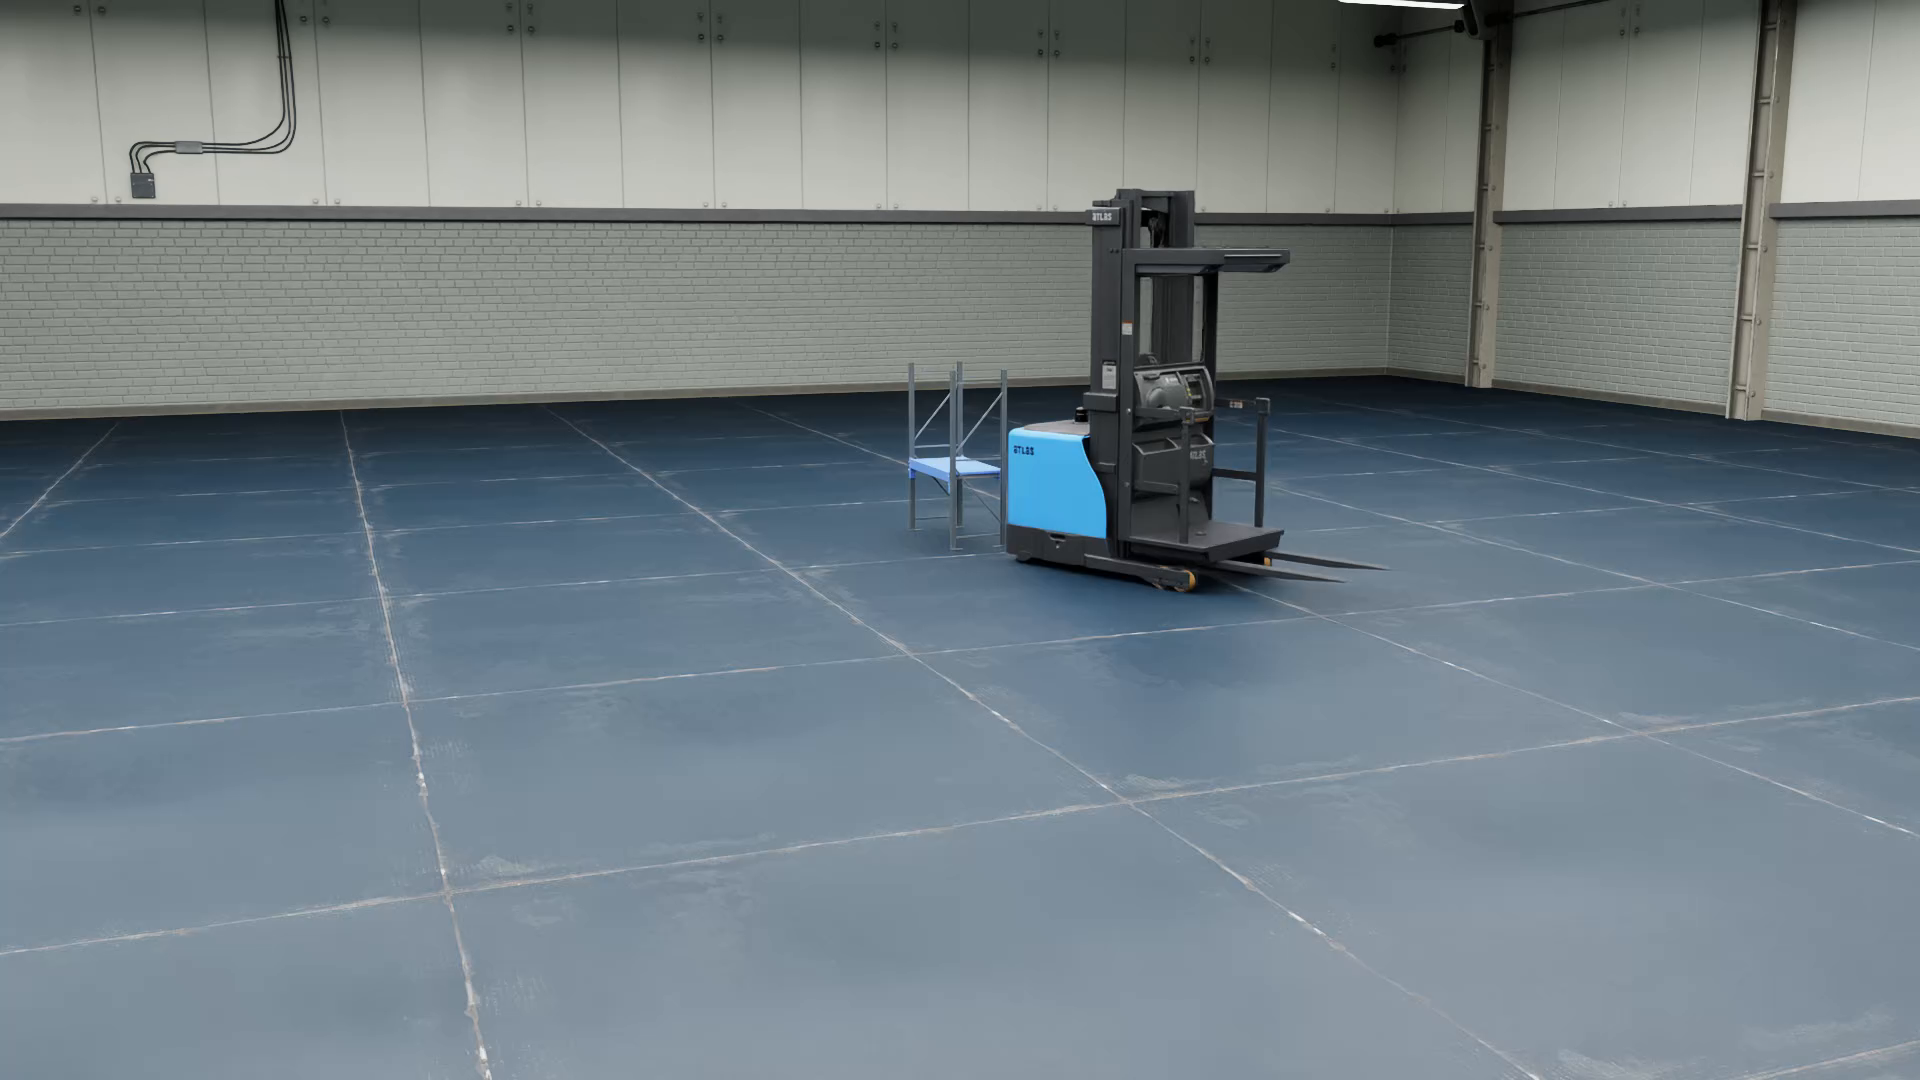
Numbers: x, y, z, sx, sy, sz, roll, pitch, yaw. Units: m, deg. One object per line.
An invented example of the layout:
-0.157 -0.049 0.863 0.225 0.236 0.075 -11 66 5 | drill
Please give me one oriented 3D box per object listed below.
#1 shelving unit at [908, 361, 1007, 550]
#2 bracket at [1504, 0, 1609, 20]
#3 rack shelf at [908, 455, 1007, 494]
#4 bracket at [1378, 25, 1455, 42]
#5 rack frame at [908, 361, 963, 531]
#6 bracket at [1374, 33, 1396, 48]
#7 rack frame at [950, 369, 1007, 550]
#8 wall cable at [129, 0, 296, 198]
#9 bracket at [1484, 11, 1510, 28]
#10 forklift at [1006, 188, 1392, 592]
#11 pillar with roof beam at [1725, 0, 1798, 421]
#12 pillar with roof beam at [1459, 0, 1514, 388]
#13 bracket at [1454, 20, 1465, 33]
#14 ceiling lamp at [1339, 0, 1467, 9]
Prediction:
-0.031 -0.752 14.367 0.538 1.500 1.048 -4 11 -21 | shelving unit
10.089 -8.450 25.953 0.076 0.066 4.783 -4 11 -21 | bracket
-0.031 -0.575 14.399 0.538 0.185 1.000 -4 11 -21 | rack shelf
8.210 -9.297 30.712 0.076 0.066 3.189 -4 11 -21 | bracket
-0.215 -0.835 14.834 0.500 1.500 0.032 -4 11 -21 | rack frame
7.996 -9.393 31.254 0.235 0.232 0.430 -4 11 -21 | bracket
0.153 -0.669 13.901 0.500 1.500 0.032 -4 11 -21 | rack frame
-11.004 -8.029 24.152 2.305 6.003 0.169 -4 11 -21 | wall cable
9.156 -8.871 28.318 0.235 0.232 0.430 -4 11 -21 | bracket
1.791 -1.160 12.570 3.031 2.935 1.130 9 14 43 | forklift
7.498 -5.936 22.099 9.100 9.000 0.400 -4 11 -21 | pillar with roof beam
5.324 -6.916 27.604 9.100 9.000 0.548 -4 11 -21 | pillar with roof beam
8.855 -9.006 29.079 0.235 0.232 0.430 -4 11 -21 | bracket
6.113 -9.117 23.314 2.000 3.185 0.800 -4 11 -21 | ceiling lamp
